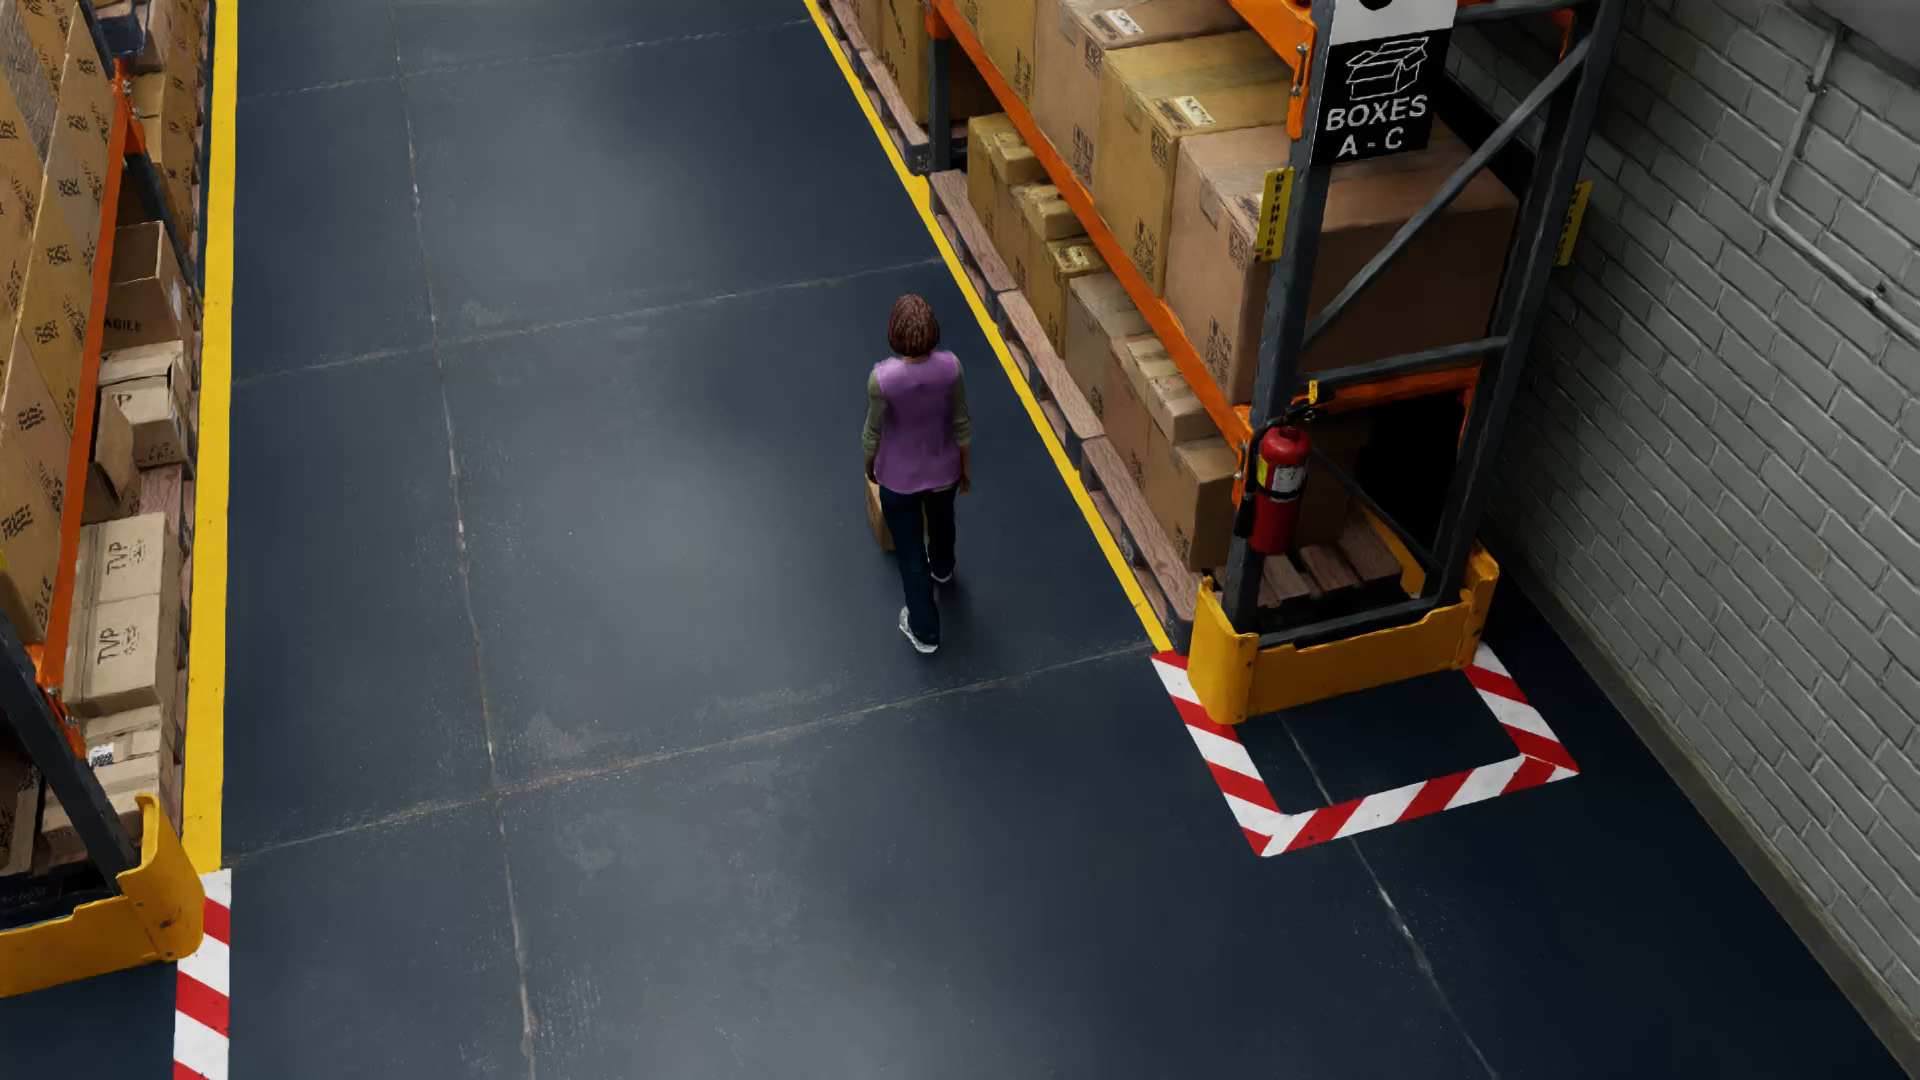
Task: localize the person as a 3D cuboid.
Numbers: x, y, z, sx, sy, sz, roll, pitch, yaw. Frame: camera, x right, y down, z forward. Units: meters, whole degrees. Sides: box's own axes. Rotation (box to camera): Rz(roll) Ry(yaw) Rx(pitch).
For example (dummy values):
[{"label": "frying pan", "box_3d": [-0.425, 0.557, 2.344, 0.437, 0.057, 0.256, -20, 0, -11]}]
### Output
[{"label": "person", "box_3d": [-0.183, -0.317, 6.510, 0.429, 1.576, 0.635, -15, 45, -15]}]
